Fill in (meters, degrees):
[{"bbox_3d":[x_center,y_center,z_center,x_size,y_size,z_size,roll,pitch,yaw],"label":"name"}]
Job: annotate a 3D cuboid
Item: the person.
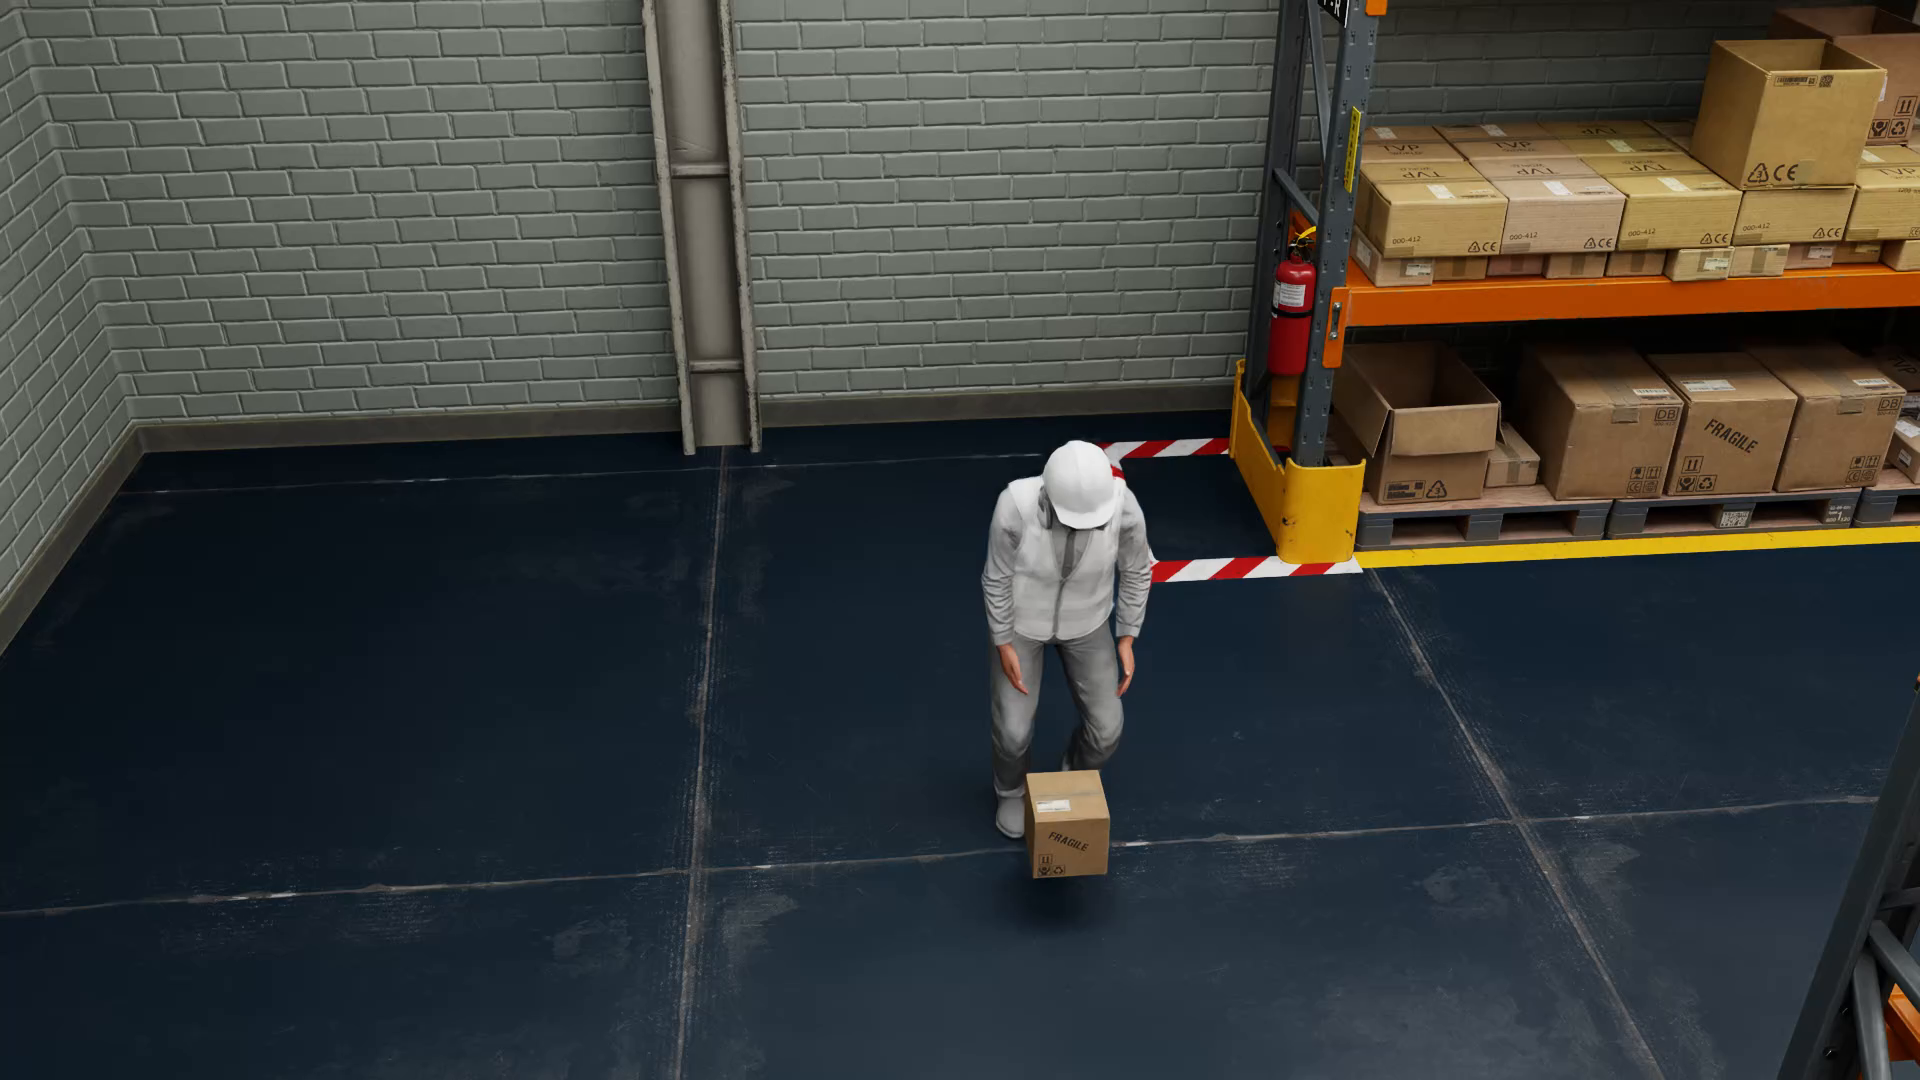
[{"bbox_3d":[0.358,0.312,5.738,0.581,1.628,0.604,-2,31,-4],"label":"person"}]
